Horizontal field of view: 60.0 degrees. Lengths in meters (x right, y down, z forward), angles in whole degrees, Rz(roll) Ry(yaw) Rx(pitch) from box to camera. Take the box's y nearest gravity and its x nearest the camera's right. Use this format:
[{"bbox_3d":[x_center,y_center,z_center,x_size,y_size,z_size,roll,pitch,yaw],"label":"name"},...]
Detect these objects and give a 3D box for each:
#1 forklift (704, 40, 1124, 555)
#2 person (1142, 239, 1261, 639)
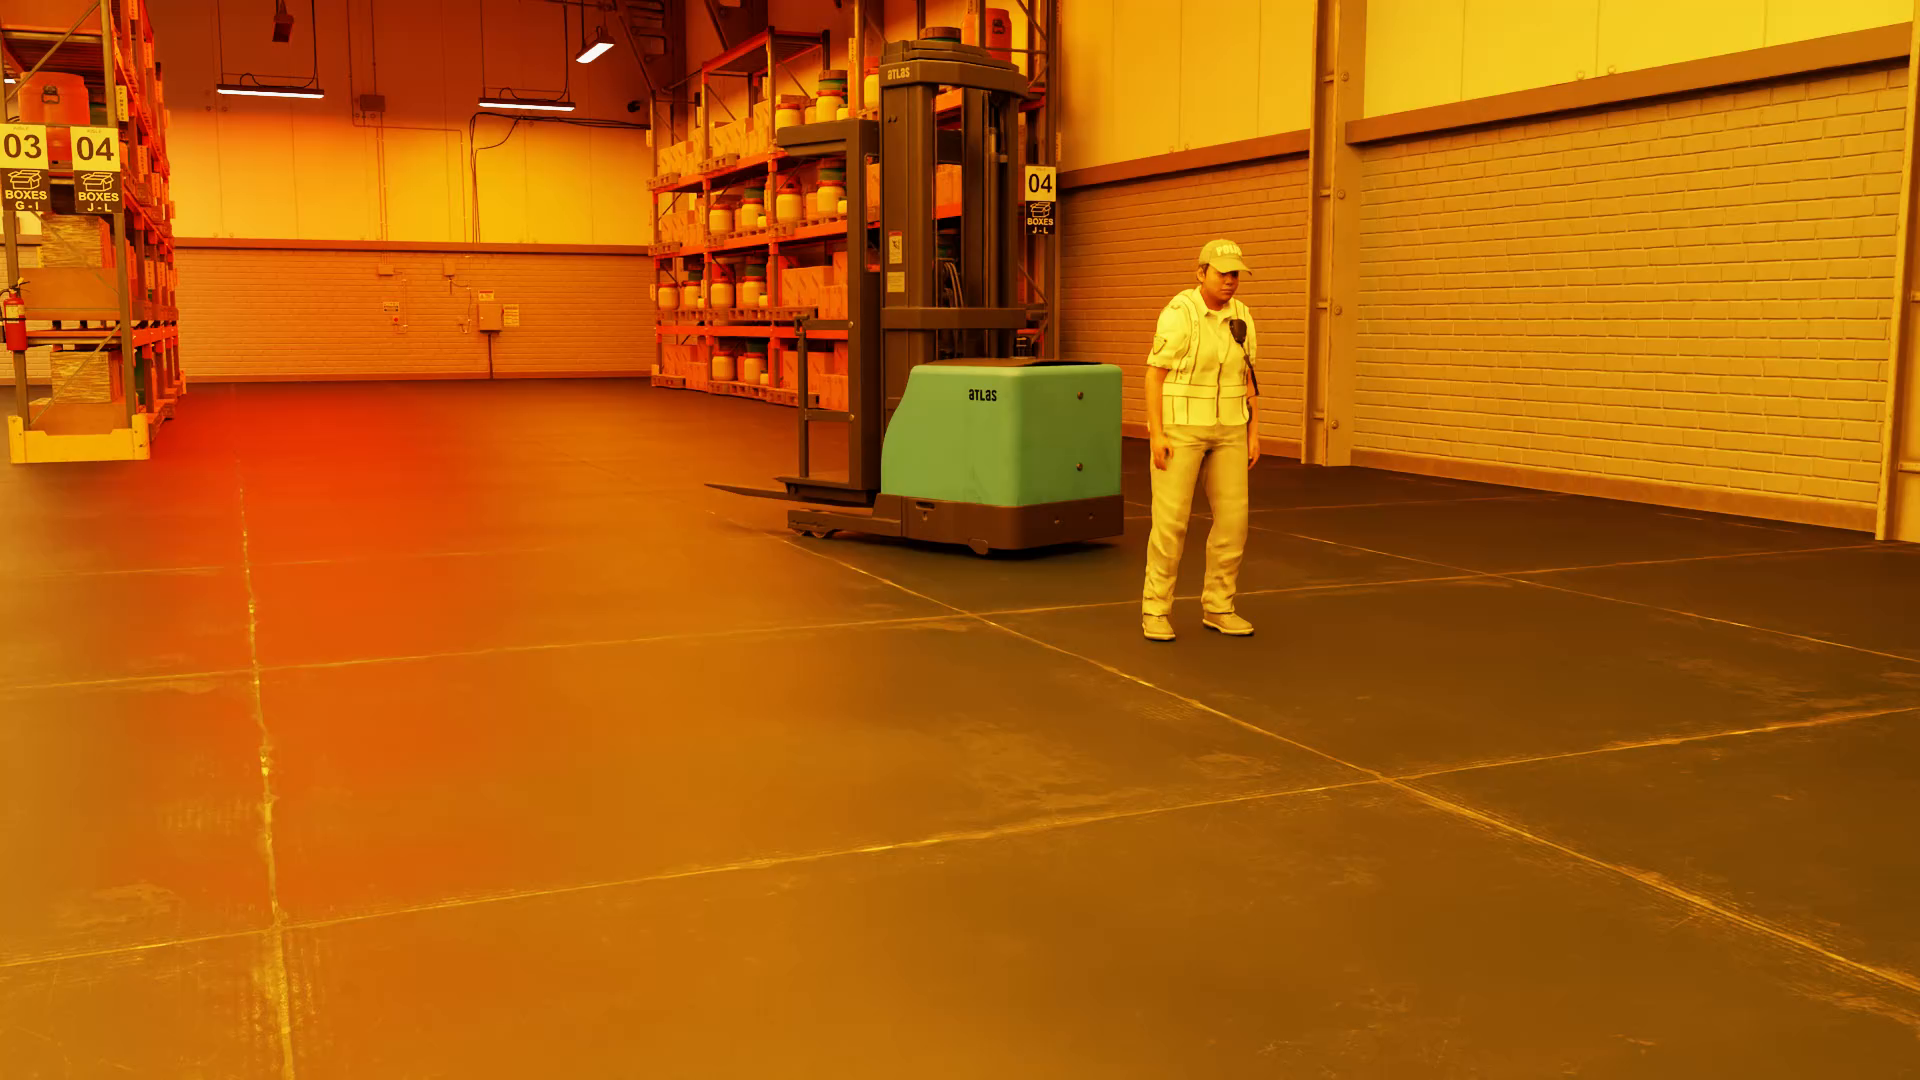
[{"bbox_3d":[-0.436,-1.509,10.383,3.031,2.935,1.130,7,10,44],"label":"forklift"},{"bbox_3d":[1.026,-0.429,7.046,0.564,1.666,0.469,-3,8,-20],"label":"person"}]
